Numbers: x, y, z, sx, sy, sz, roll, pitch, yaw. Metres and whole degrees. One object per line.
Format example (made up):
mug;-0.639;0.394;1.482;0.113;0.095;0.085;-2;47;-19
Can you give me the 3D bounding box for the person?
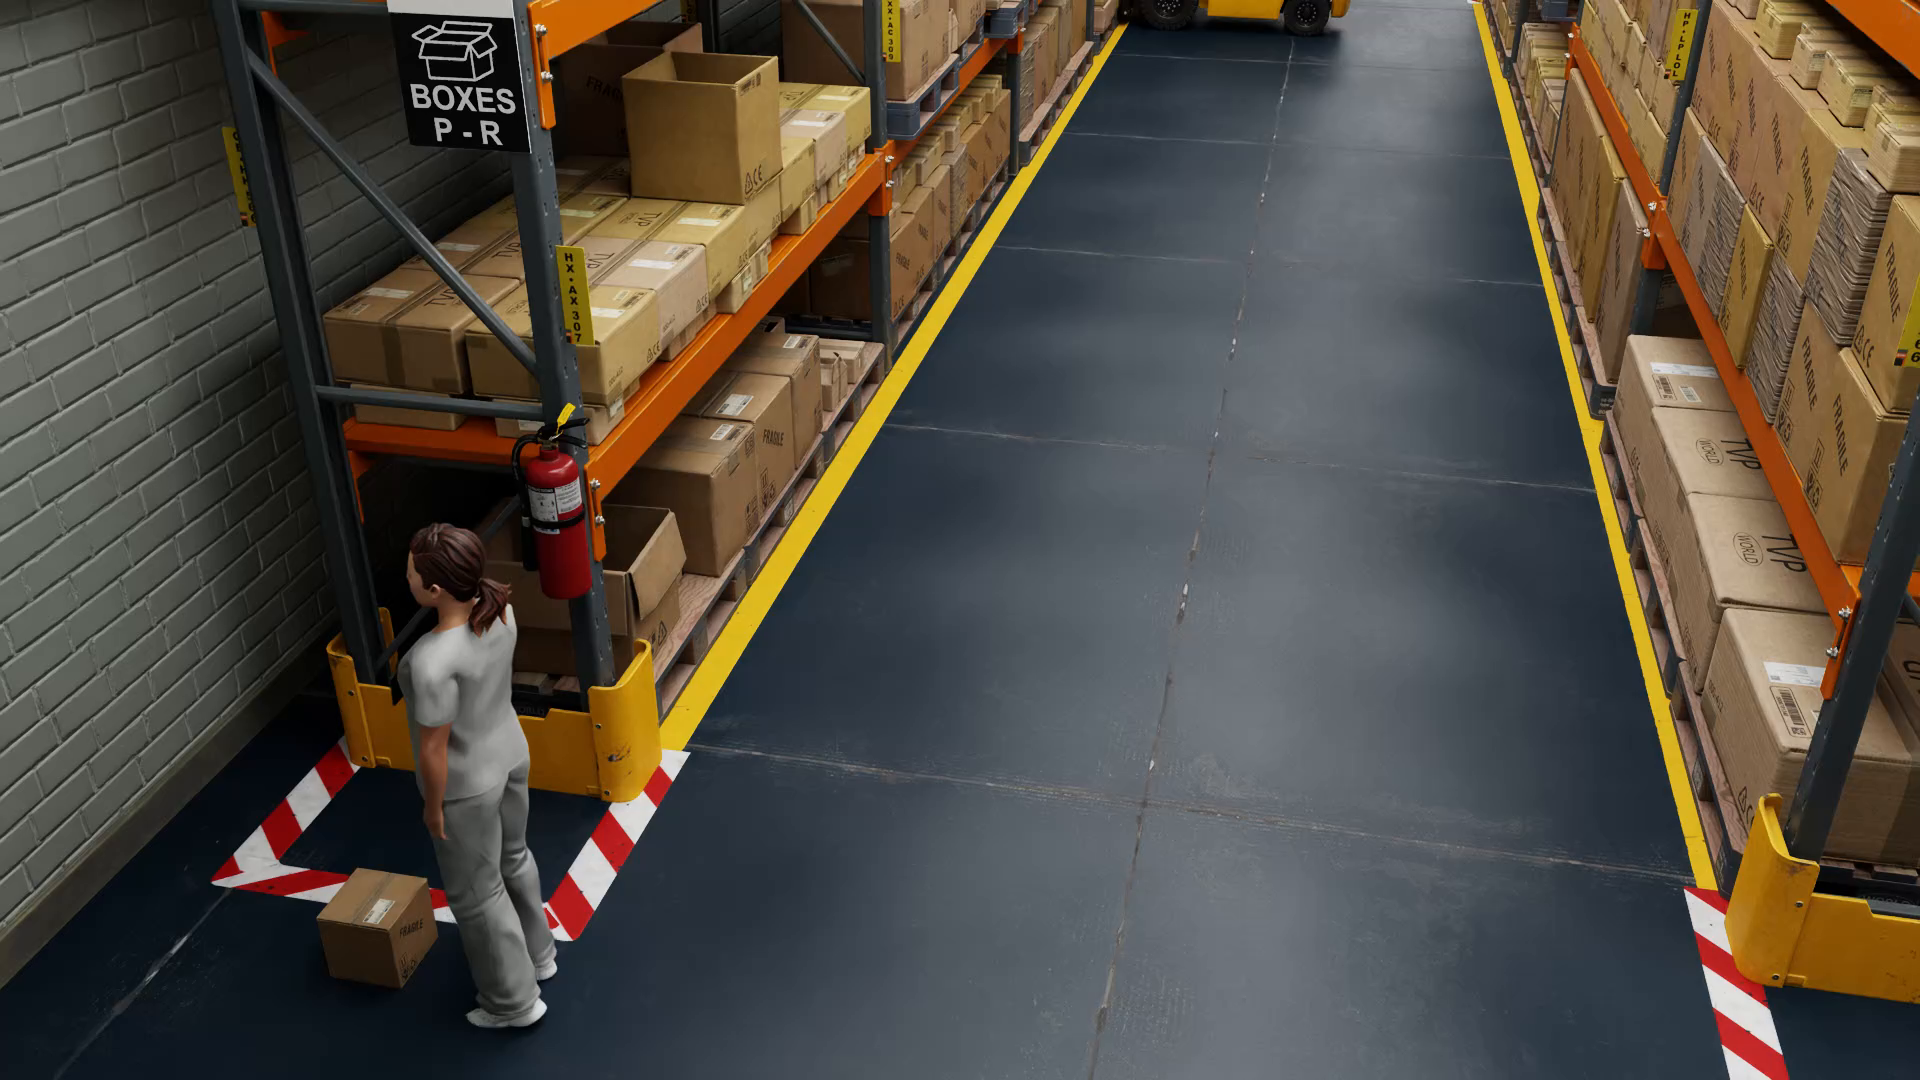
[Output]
person;-1.427;0.722;4.883;0.407;1.728;0.442;9;30;16
